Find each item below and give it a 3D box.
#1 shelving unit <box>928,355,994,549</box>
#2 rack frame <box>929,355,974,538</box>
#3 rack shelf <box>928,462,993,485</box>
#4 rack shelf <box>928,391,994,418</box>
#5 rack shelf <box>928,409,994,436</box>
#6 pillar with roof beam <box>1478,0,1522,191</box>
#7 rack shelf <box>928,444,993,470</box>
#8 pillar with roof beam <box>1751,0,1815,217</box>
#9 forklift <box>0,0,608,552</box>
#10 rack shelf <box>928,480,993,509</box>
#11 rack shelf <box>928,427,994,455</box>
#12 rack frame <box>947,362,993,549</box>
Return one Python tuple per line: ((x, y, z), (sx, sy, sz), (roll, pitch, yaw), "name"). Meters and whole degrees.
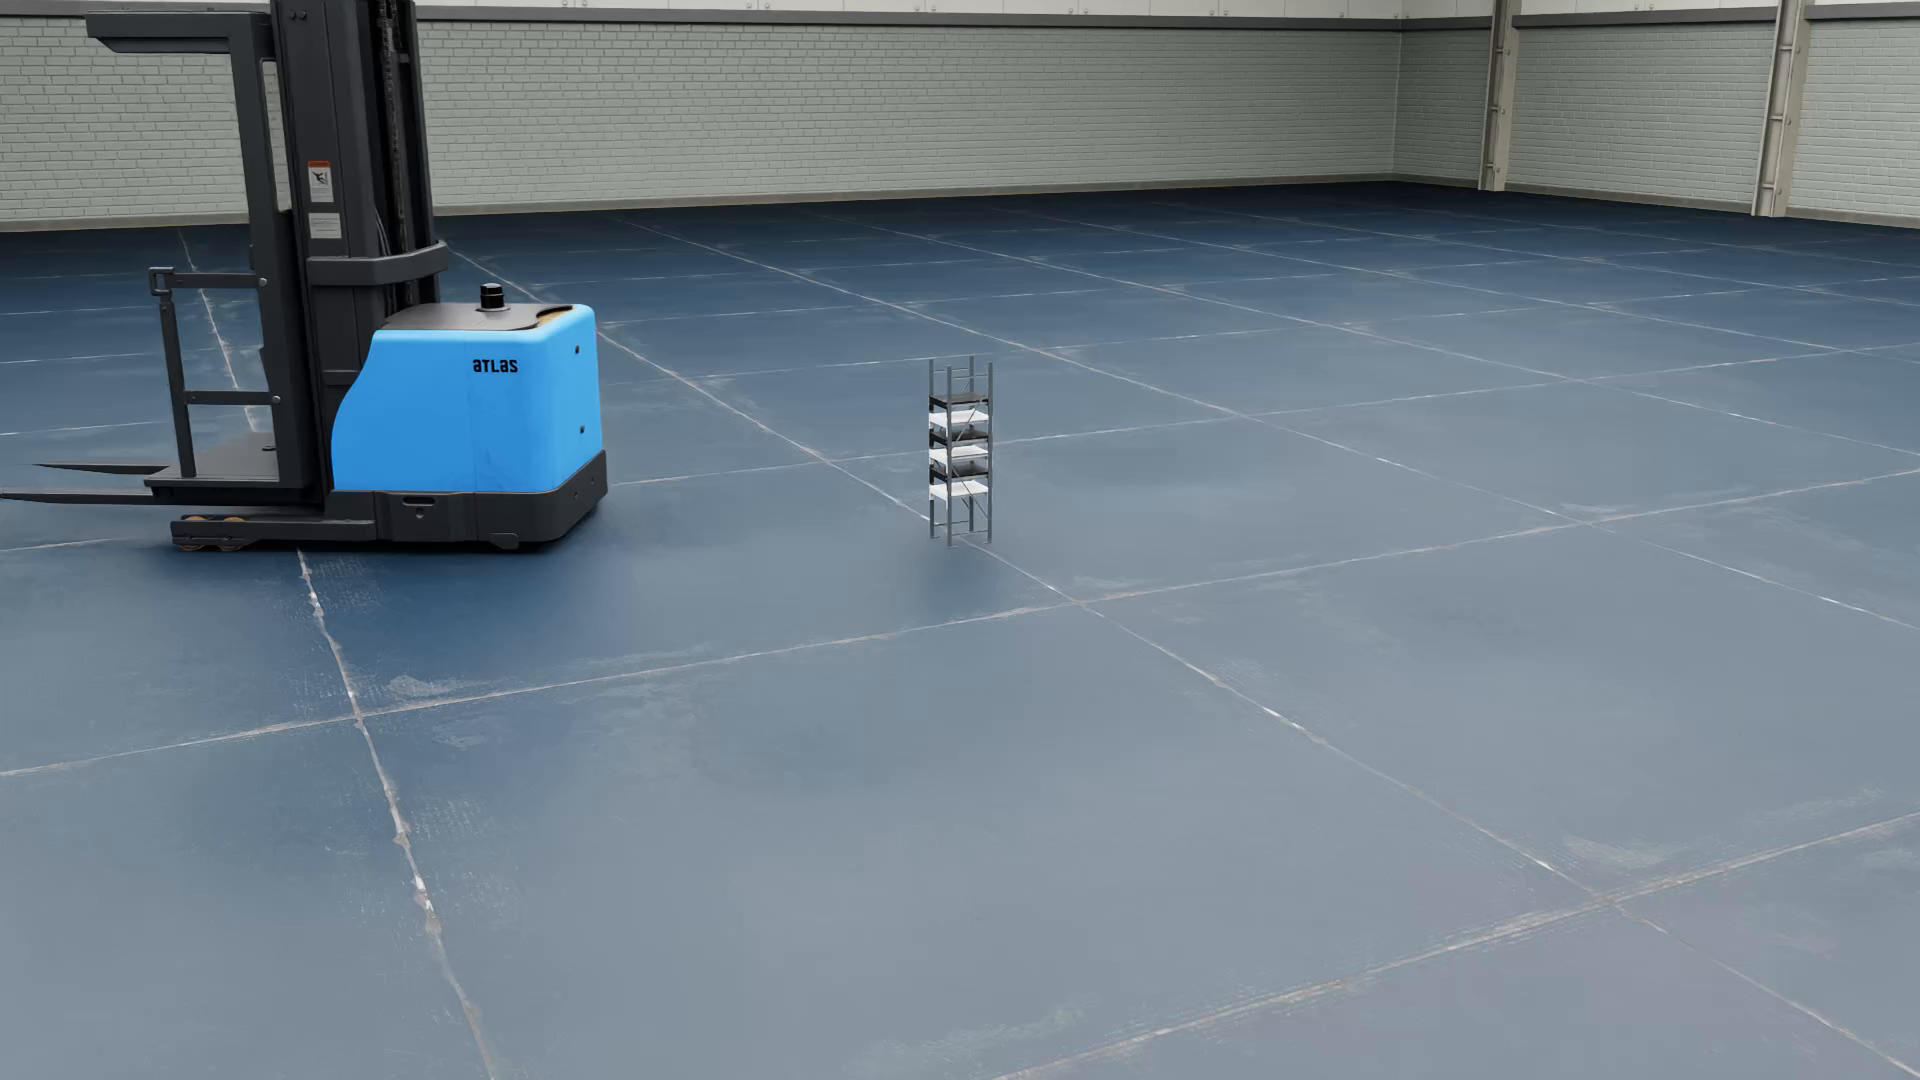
((0.004, -0.431, 8.120), (0.258, 0.900, 0.210), (-8, 18, -25), "shelving unit")
((-0.041, -0.456, 8.207), (0.240, 0.900, 0.006), (-8, 18, -25), "rack frame")
((0.004, -0.312, 8.154), (0.258, 0.077, 0.200), (-8, 18, -25), "rack shelf")
((0.004, -0.658, 8.054), (0.258, 0.077, 0.200), (-8, 18, -25), "rack shelf")
((0.004, -0.572, 8.079), (0.258, 0.077, 0.200), (-8, 18, -25), "rack shelf")
((6.012, -10.309, 27.861), (9.100, 9.000, 0.400), (-8, 18, -25), "pillar with roof beam")
((0.004, -0.398, 8.129), (0.258, 0.077, 0.200), (-8, 18, -25), "rack shelf")
((8.640, -8.821, 22.676), (9.100, 9.000, 0.400), (-8, 18, -25), "pillar with roof beam")
((-3.415, -1.497, 8.154), (3.031, 2.935, 1.130), (1, 16, 3), "forklift")
((0.004, -0.225, 8.178), (0.258, 0.077, 0.200), (-8, 18, -25), "rack shelf")
((0.004, -0.485, 8.104), (0.258, 0.077, 0.200), (-8, 18, -25), "rack shelf")
((0.048, -0.405, 8.032), (0.240, 0.900, 0.006), (-8, 18, -25), "rack frame")
